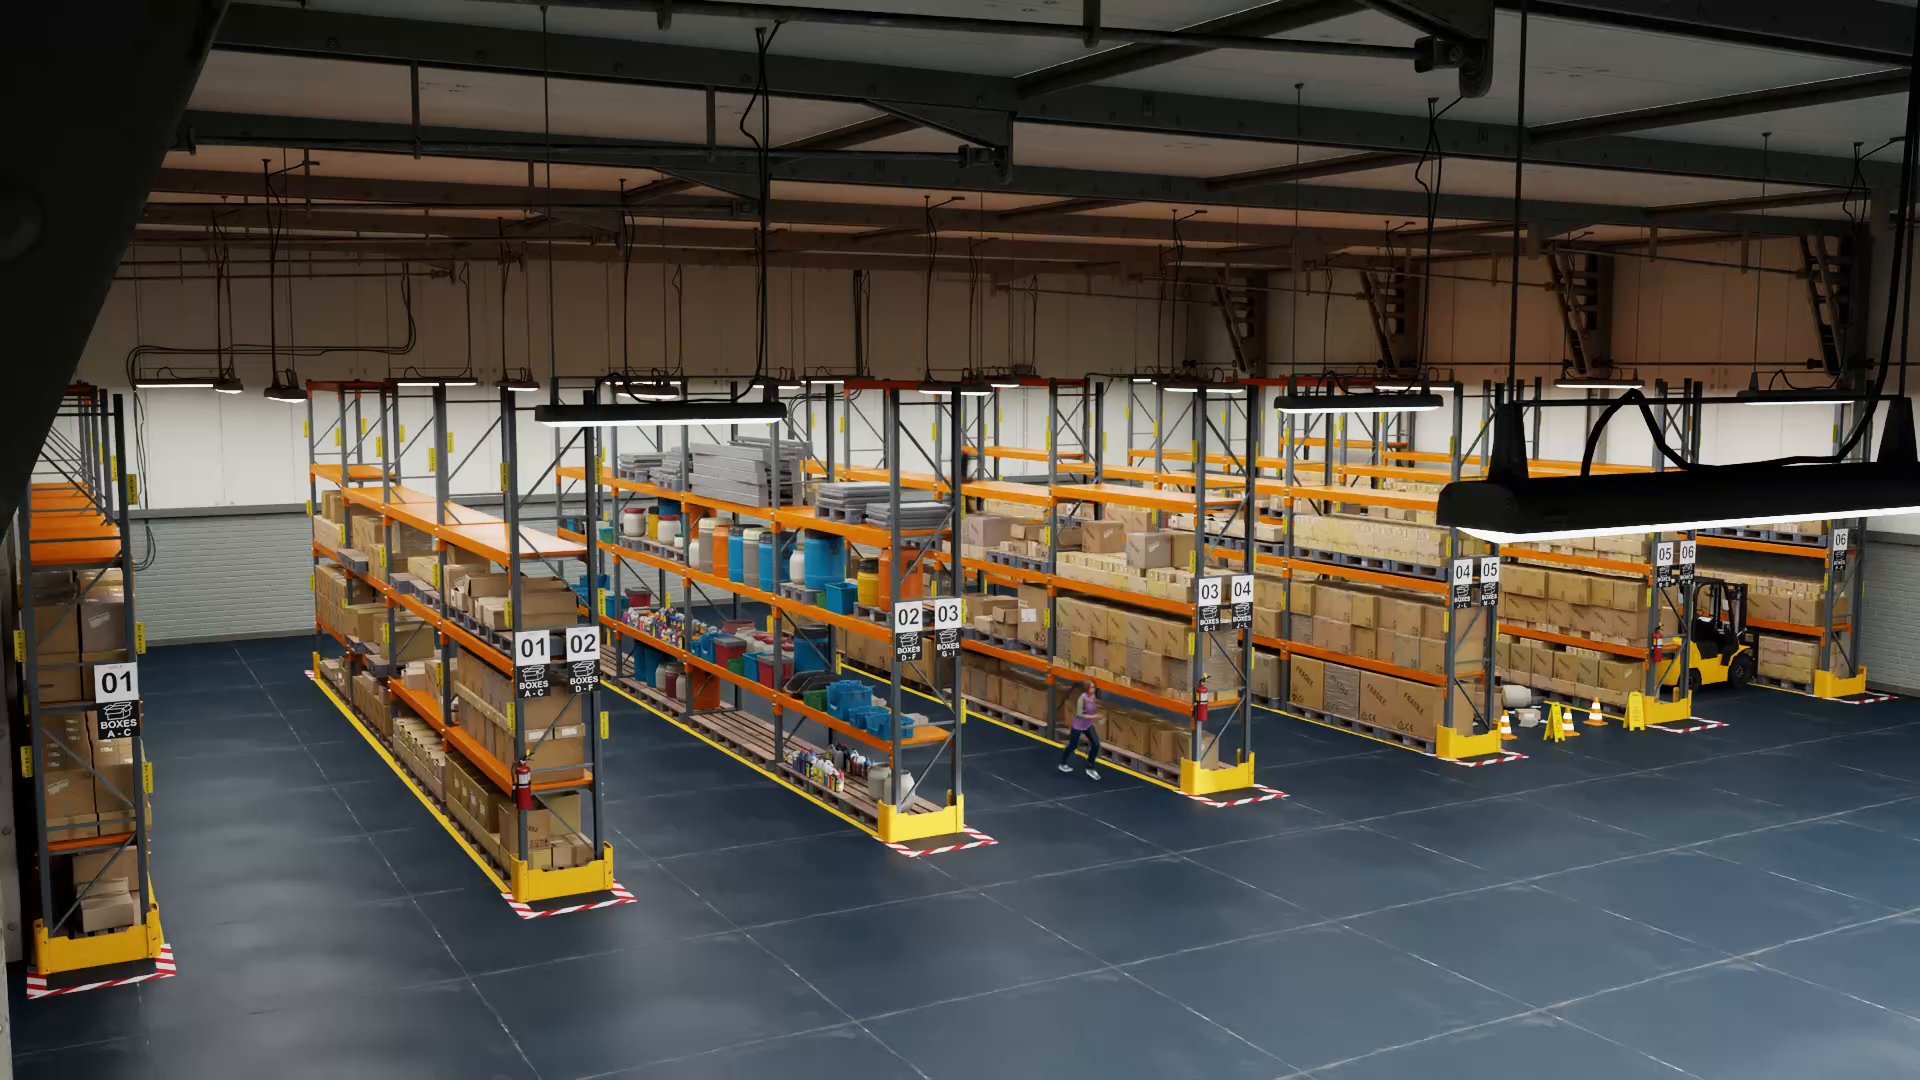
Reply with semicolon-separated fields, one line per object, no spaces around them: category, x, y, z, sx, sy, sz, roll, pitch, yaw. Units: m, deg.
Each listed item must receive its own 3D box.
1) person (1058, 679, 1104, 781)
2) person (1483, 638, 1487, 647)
person;1.868;2.868;25.339;0.539;1.569;0.914;-5;8;-42
person;11.127;1.619;36.236;0.678;1.755;0.642;-3;7;-27
